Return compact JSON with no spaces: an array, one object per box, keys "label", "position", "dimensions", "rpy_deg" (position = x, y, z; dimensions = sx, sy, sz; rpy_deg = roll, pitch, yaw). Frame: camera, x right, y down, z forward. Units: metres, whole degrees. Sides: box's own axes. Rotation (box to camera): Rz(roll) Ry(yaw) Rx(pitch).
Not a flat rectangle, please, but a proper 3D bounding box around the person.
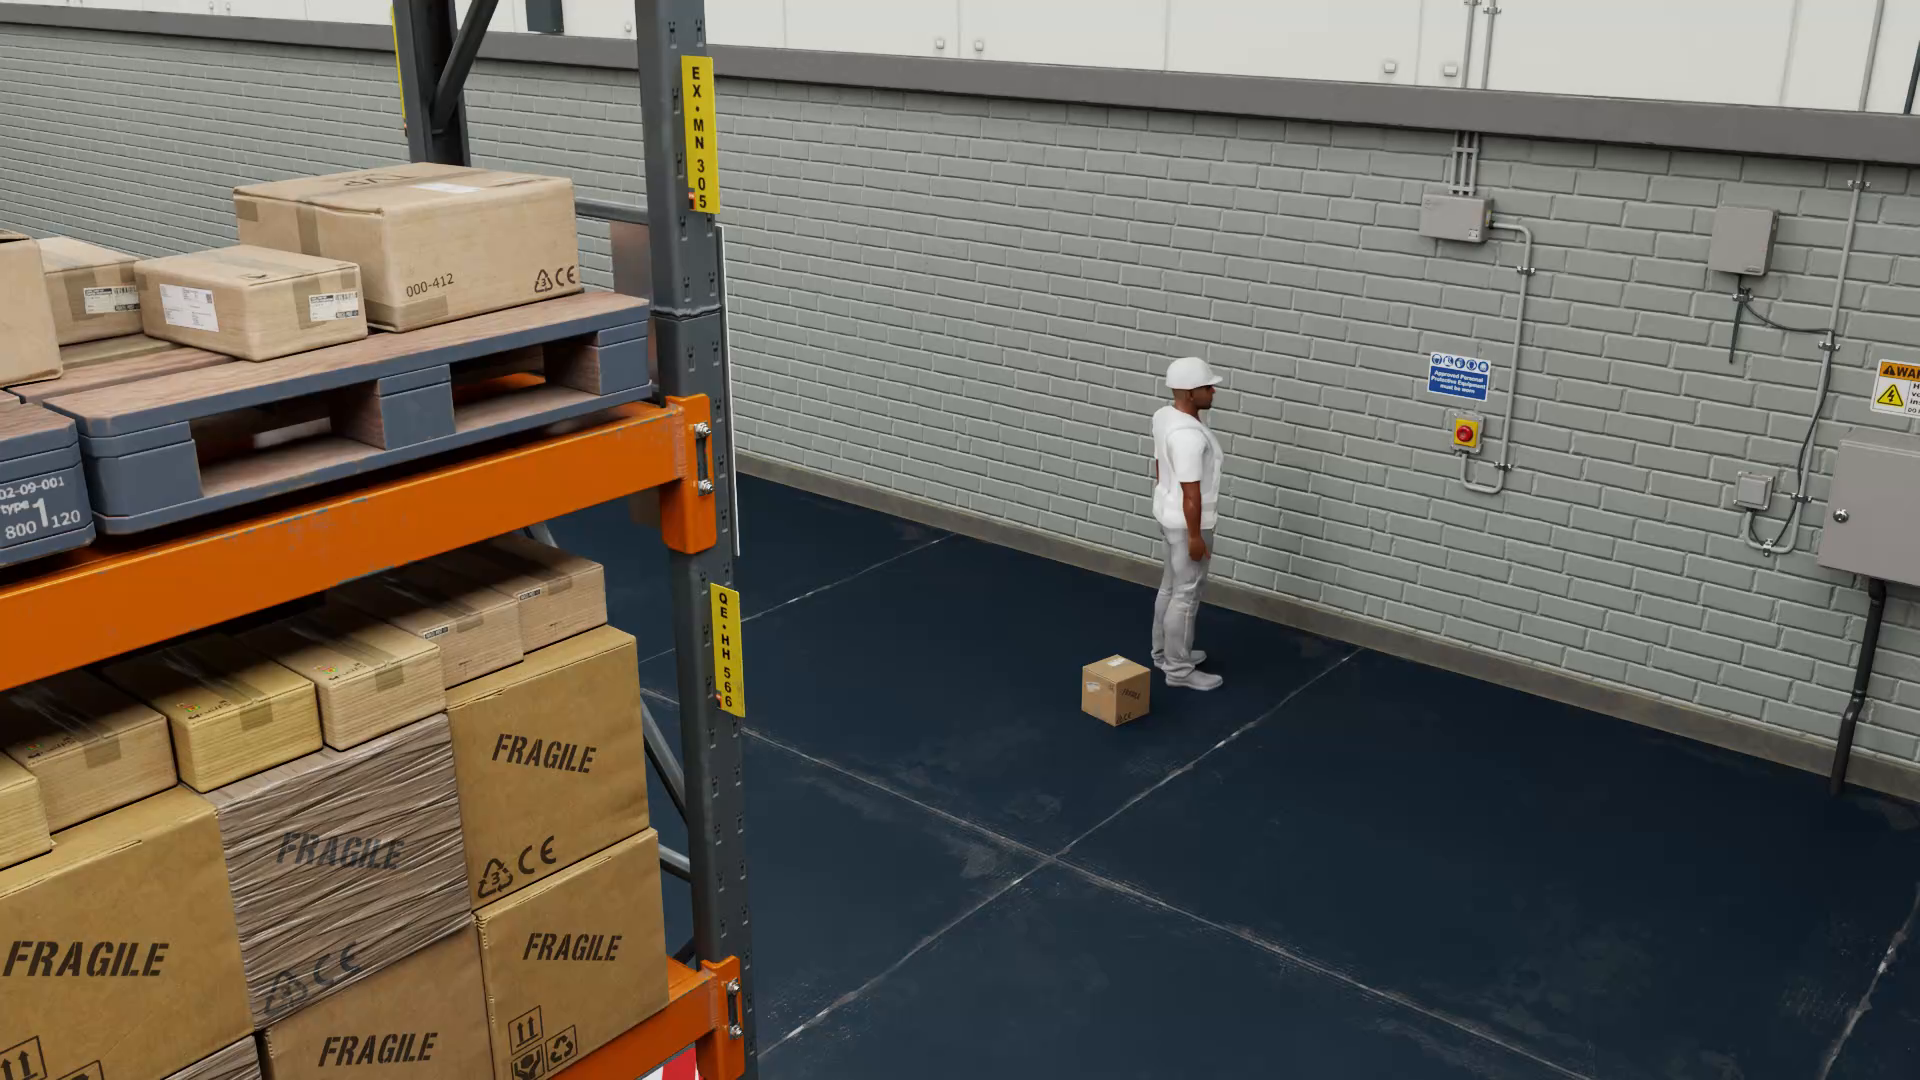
[{"label":"person","position":[1.208,-0.102,8.812],"dimensions":[0.369,1.771,0.551],"rpy_deg":[-2,20,-7]}]
